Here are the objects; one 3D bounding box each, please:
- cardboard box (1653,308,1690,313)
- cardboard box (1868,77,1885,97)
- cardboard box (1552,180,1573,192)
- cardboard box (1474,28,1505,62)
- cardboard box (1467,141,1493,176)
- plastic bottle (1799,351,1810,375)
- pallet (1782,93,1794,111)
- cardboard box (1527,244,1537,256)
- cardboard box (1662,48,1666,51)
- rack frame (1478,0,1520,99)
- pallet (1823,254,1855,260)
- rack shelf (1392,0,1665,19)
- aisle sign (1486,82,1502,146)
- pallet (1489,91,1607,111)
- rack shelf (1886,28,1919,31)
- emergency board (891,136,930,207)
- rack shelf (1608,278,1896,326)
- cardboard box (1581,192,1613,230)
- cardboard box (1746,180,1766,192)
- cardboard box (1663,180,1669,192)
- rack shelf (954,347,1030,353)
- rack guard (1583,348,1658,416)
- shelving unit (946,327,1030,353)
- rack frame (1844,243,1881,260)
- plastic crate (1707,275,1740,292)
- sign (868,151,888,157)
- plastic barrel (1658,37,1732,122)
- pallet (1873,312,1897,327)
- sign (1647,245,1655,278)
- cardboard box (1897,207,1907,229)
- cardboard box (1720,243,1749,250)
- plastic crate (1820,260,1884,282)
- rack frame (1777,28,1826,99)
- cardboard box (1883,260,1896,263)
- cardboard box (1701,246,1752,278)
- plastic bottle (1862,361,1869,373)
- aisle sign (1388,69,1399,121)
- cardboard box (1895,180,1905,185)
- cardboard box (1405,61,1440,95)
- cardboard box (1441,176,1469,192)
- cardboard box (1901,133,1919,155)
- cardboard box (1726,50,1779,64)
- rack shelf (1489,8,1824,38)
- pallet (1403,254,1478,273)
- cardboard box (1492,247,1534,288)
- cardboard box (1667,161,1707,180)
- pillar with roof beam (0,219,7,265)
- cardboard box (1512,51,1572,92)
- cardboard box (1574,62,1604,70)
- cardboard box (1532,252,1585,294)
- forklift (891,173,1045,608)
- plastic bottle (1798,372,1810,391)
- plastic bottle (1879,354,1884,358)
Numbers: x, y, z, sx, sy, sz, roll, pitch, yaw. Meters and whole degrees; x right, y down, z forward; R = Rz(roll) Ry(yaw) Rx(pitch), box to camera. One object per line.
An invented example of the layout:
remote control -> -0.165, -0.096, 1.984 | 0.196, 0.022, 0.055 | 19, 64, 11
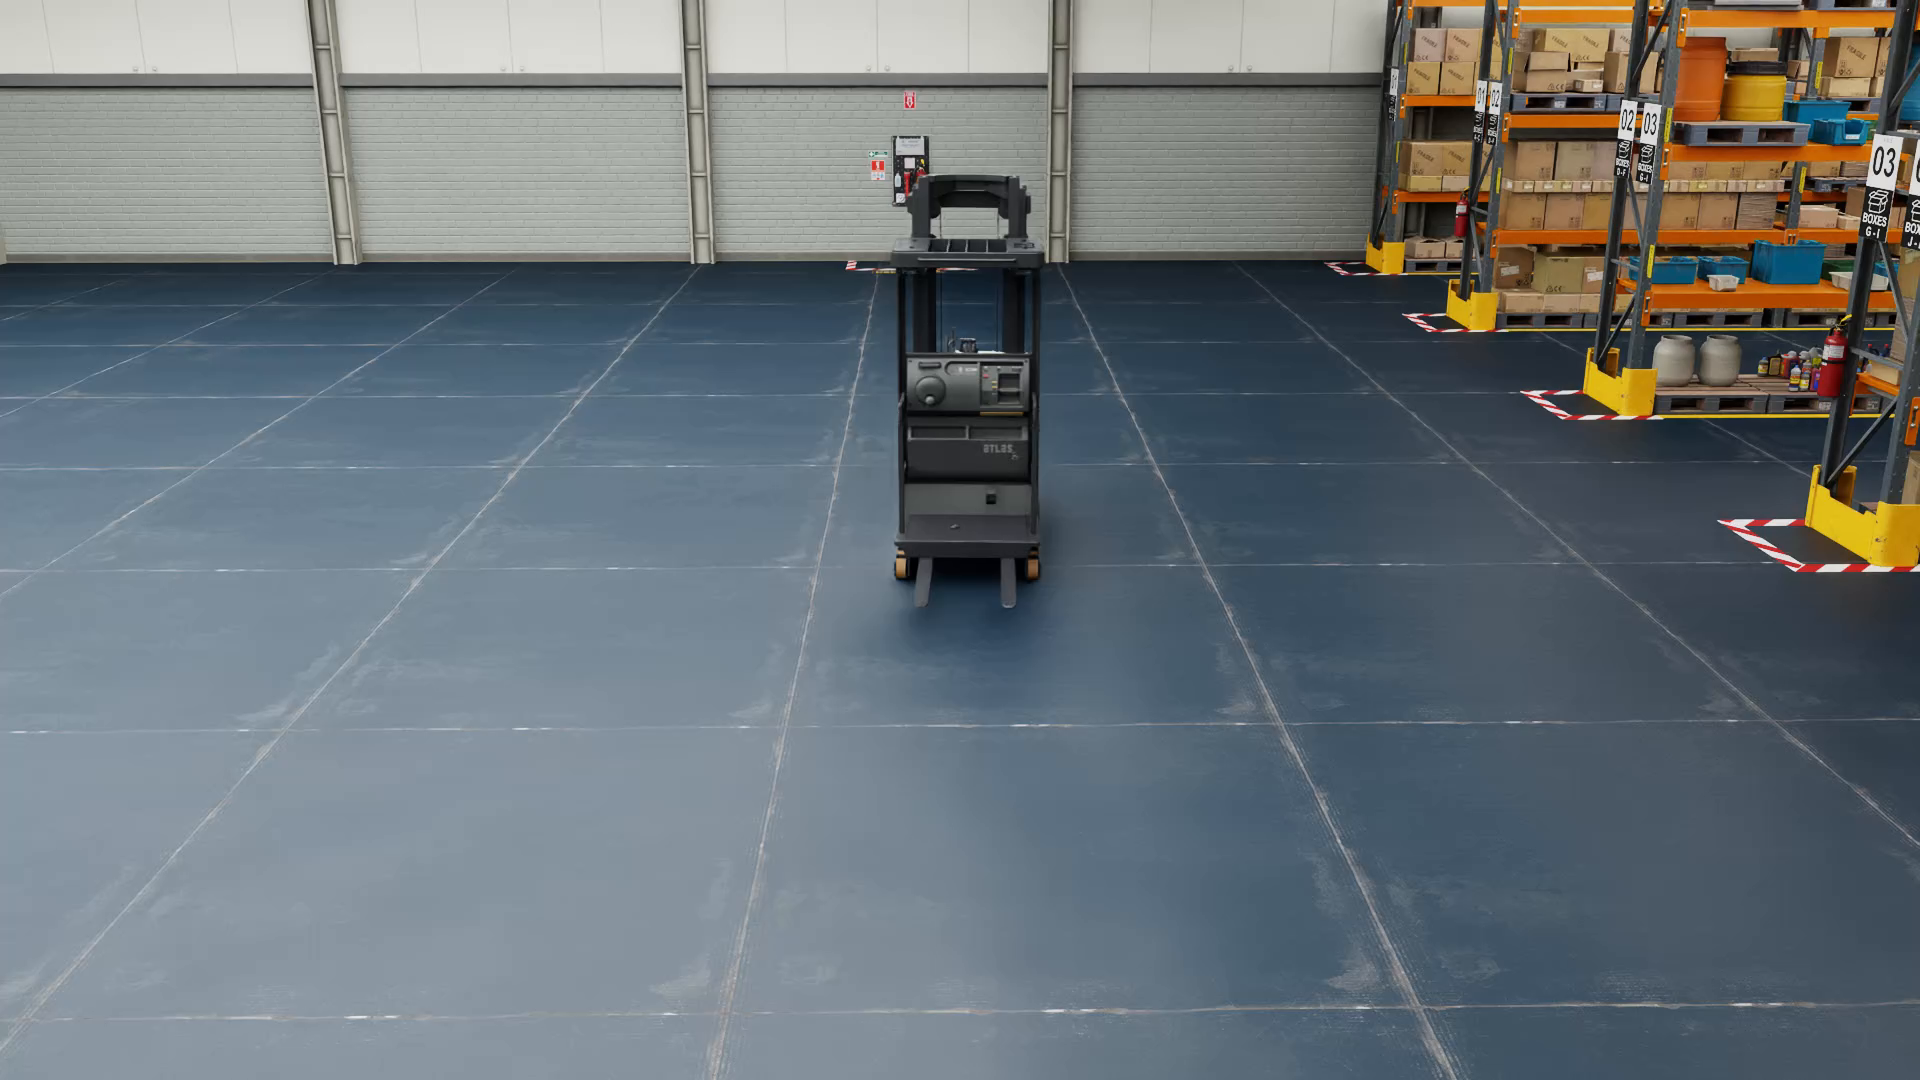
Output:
cardboard box -> 9.581, -3.258, 22.607 | 0.500, 0.250, 0.500 | 0, 18, -1
cardboard box -> 12.207, -6.003, 21.997 | 0.500, 0.250, 0.500 | -2, 18, -6
cardboard box -> 7.951, -4.719, 22.121 | 0.250, 0.149, 0.380 | 0, 18, -1
cardboard box -> 8.364, -7.818, 26.265 | 0.500, 0.500, 0.500 | 0, 18, 1
cardboard box -> 8.453, -6.142, 26.768 | 0.500, 0.500, 0.500 | -1, 18, -3
plastic bottle -> 9.337, -1.959, 18.483 | 0.135, 0.276, 0.152 | -1, 18, -2
pallet -> 10.189, -5.817, 22.003 | 1.213, 0.211, 1.003 | 0, 18, -1
cardboard box -> 9.360, -4.806, 27.565 | 0.250, 0.149, 0.380 | -2, 18, -5
cardboard box -> 11.507, -7.609, 26.596 | 0.500, 0.500, 0.500 | 2, 18, 7
rack frame -> 7.042, -7.280, 21.509 | 0.127, 3.000, 1.000 | 0, 18, -1
pallet -> 14.178, -4.644, 27.678 | 1.213, 0.211, 1.003 | 0, 18, -1
rack shelf -> 8.960, -8.458, 26.366 | 4.000, 0.370, 1.077 | 0, 18, -1
aisle sign -> 6.981, -5.567, 21.736 | 0.004, 0.787, 0.394 | 0, 18, -1
pallet -> 7.749, -5.805, 21.967 | 1.213, 0.211, 1.003 | 0, 18, -1
rack shelf -> 16.959, -8.308, 26.547 | 4.000, 0.370, 1.077 | 0, 18, -1
emergency board -> -0.825, -6.174, 27.885 | 0.643, 1.169, 0.194 | 0, 18, -1
rack shelf -> 9.116, -2.577, 17.849 | 4.000, 0.370, 1.077 | 0, 18, -1
cardboard box -> 8.530, -4.474, 22.419 | 0.500, 0.500, 0.700 | 0, 18, 0
cardboard box -> 10.526, -4.732, 22.161 | 0.250, 0.149, 0.380 | -1, 18, -2
cardboard box -> 9.238, -4.724, 22.139 | 0.250, 0.149, 0.380 | 0, 18, 1
rack shelf -> 0.278, -1.422, 14.246 | 0.720, 0.370, 0.431 | 2, 18, 7
rack guard -> 7.192, -1.735, 18.137 | 0.348, 0.500, 1.175 | 0, 18, -1
shelving unit -> 0.278, -1.050, 14.365 | 0.755, 1.500, 0.431 | 2, 18, 7
rack frame -> 14.959, -5.975, 27.262 | 0.127, 3.000, 1.000 | 0, 18, -1
plastic crate -> 8.016, -2.691, 17.457 | 0.250, 0.136, 0.298 | 0, 18, -1
sign -> -1.374, -6.470, 27.880 | 0.331, 0.109, 0.001 | 0, 18, -1
plastic barrel -> 7.600, -4.784, 17.250 | 0.708, 0.830, 0.600 | 0, 18, -1
pallet -> 13.000, -3.137, 22.981 | 1.213, 0.211, 1.003 | 0, 18, -1
sign -> 7.121, -2.874, 17.143 | 0.005, 0.325, 0.100 | 0, 18, -1
cardboard box -> 12.837, -4.494, 22.482 | 0.500, 0.500, 0.500 | 0, 18, -1
cardboard box -> 12.722, -4.991, 27.568 | 0.500, 0.500, 0.700 | 0, 18, 0
plastic crate -> 9.754, -2.908, 18.050 | 0.662, 0.188, 0.450 | 0, 18, -1
rack frame -> 11.041, -7.299, 21.569 | 0.127, 3.000, 1.000 | 0, 18, -1
cardboard box -> 12.963, -3.697, 23.058 | 0.500, 0.311, 0.500 | 0, 18, -2
cardboard box -> 10.573, -3.784, 23.018 | 0.500, 0.500, 0.500 | 0, 18, -1
plastic bottle -> 9.797, -1.785, 17.928 | 0.133, 0.283, 0.061 | 0, 18, -1
aisle sign -> 6.893, -7.082, 26.458 | 0.004, 0.787, 0.394 | 0, 18, -1
cardboard box -> 15.292, -5.795, 27.082 | 0.250, 0.149, 0.380 | -1, 18, -2
cardboard box -> 7.298, -7.347, 26.432 | 0.500, 0.500, 0.500 | 0, 18, 1
cardboard box -> 7.972, -5.786, 26.888 | 0.500, 0.250, 0.500 | -1, 18, -3
cardboard box -> 7.467, -3.041, 12.799 | 0.250, 0.149, 0.380 | 0, 18, -1
cardboard box -> 10.534, -6.263, 22.170 | 0.500, 0.500, 0.500 | 1, 18, 4
rack shelf -> 9.042, -6.756, 21.710 | 4.000, 0.370, 1.077 | 0, 18, -1
pallet -> 7.849, -4.602, 27.547 | 1.213, 0.211, 1.003 | 0, 18, -1
cardboard box -> 7.573, -3.764, 22.958 | 0.500, 0.500, 0.500 | 0, 18, -1
cardboard box -> 9.592, -5.099, 22.244 | 0.500, 0.500, 0.700 | 0, 18, -1
pillar with roof beam -> -16.283, -7.630, 22.600 | 0.400, 9.000, 9.100 | 0, 18, -1
cardboard box -> 7.617, -6.169, 21.871 | 0.637, 0.503, 0.797 | 1, 18, 3
cardboard box -> 9.953, -7.364, 26.487 | 0.500, 0.500, 0.500 | -2, 18, -6
cardboard box -> 8.081, -3.609, 22.472 | 0.500, 0.500, 0.500 | 0, 18, -1
forklift -> 0.060, -1.187, 12.449 | 1.130, 2.935, 3.031 | 0, 18, 1
plastic bottle -> 9.038, -1.701, 17.802 | 0.097, 0.201, 0.097 | 0, 18, 0
plastic bottle -> 10.159, -1.925, 18.385 | 0.097, 0.271, 0.097 | 0, 18, 0
